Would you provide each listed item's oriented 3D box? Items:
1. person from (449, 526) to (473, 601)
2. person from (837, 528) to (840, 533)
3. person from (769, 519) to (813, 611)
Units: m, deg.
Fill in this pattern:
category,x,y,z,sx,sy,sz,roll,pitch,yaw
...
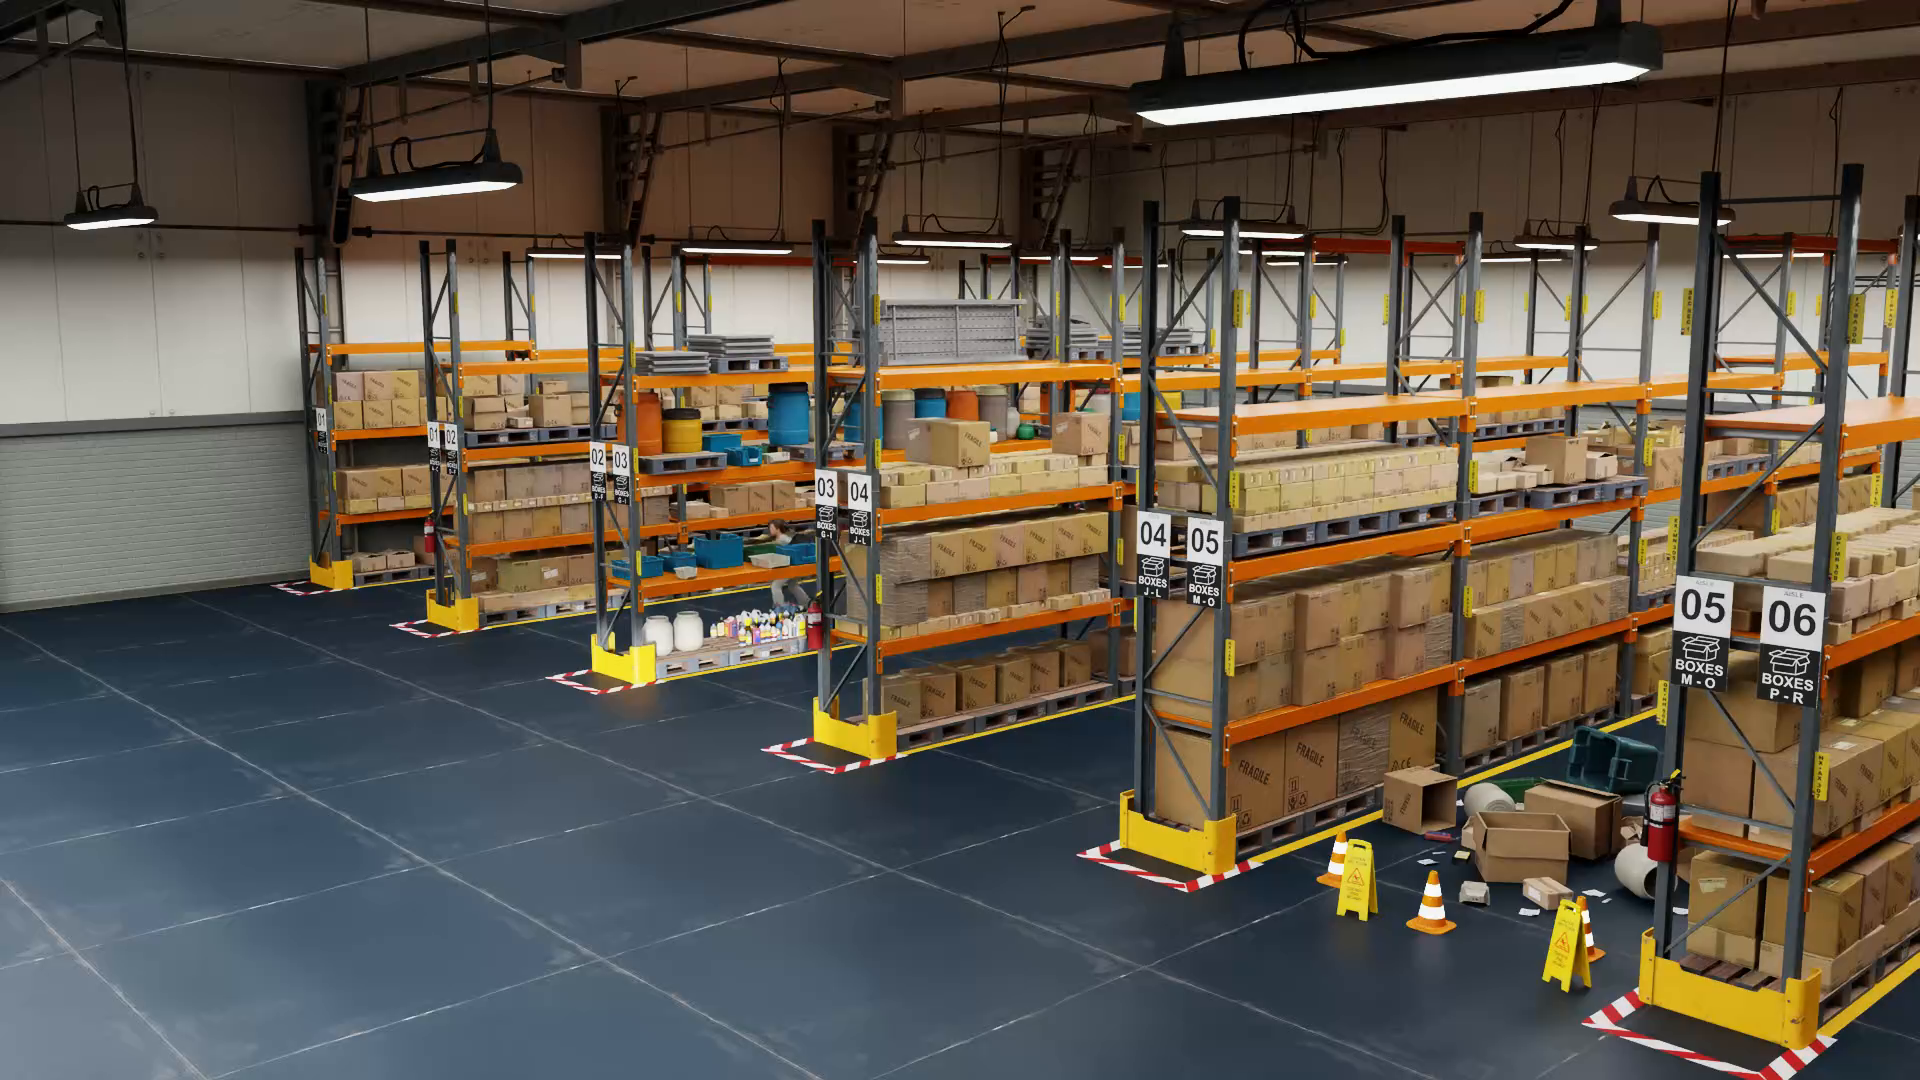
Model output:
category,x,y,z,sx,sy,sz,roll,pitch,yaw
person,-8.493,0.225,28.547,0.542,1.616,0.732,5,10,29
person,-2.680,-0.571,33.760,0.560,1.628,0.630,-7,11,-39
person,-2.710,0.512,26.533,0.830,1.708,0.612,-2,9,-12
